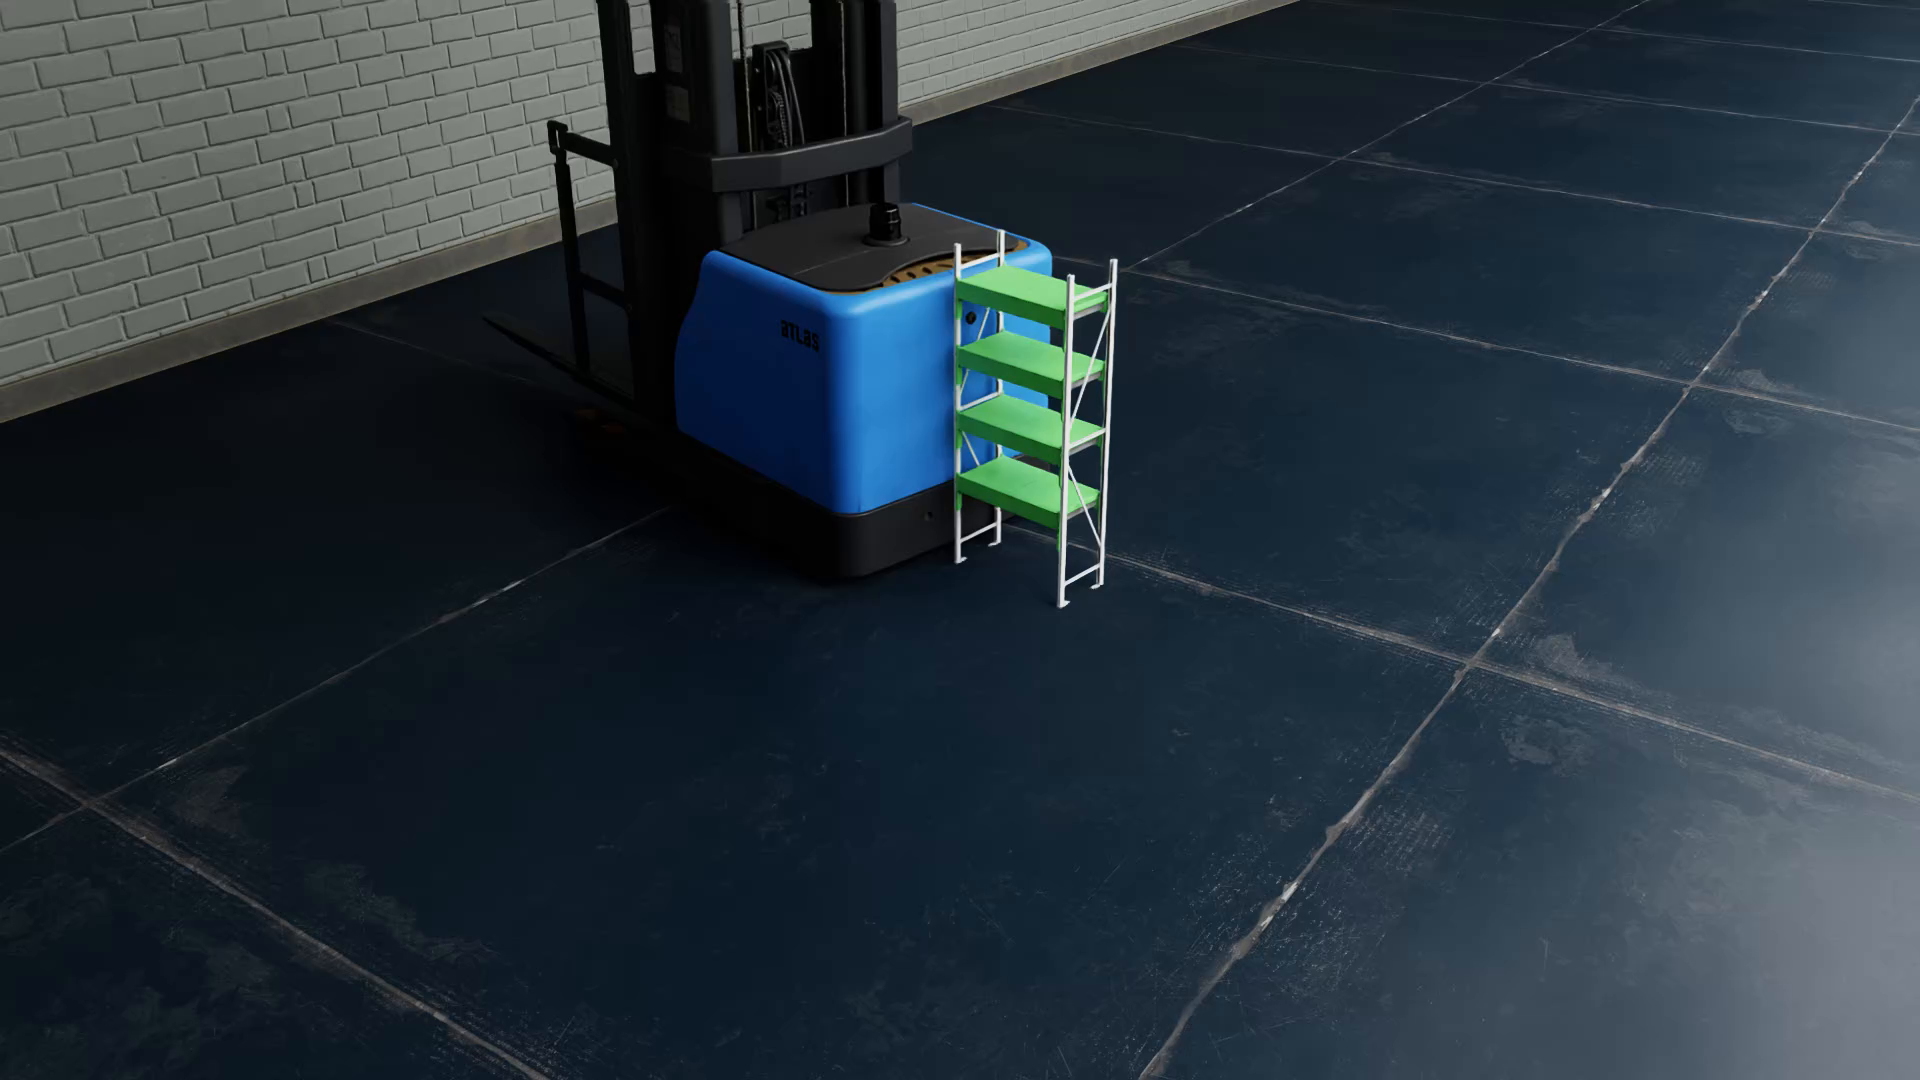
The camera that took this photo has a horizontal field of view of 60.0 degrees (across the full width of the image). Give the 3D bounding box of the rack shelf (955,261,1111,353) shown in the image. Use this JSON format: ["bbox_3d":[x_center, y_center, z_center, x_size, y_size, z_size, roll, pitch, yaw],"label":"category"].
[{"bbox_3d":[0.245,-0.784,5.550,0.480,0.148,0.258,23,35,37],"label":"rack shelf"}]

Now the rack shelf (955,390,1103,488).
[{"bbox_3d":[0.245,-0.356,5.768,0.480,0.148,0.258,23,35,37],"label":"rack shelf"}]

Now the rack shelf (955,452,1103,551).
[{"bbox_3d":[0.245,-0.142,5.876,0.480,0.148,0.258,23,35,37],"label":"rack shelf"}]

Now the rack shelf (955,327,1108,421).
[{"bbox_3d":[0.245,-0.570,5.659,0.480,0.148,0.258,23,35,37],"label":"rack shelf"}]

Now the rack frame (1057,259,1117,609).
[{"bbox_3d":[0.424,-0.338,5.591,0.015,1.200,0.240,23,35,37],"label":"rack frame"}]

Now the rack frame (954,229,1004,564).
[{"bbox_3d":[0.065,-0.488,5.886,0.015,1.200,0.240,23,35,37],"label":"rack frame"}]

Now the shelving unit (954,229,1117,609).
[{"bbox_3d":[0.245,-0.413,5.739,0.503,1.200,0.258,23,35,37],"label":"shelving unit"}]

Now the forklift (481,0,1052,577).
[{"bbox_3d":[-1.007,-1.762,6.482,1.130,2.935,3.031,-22,34,-36],"label":"forklift"}]
